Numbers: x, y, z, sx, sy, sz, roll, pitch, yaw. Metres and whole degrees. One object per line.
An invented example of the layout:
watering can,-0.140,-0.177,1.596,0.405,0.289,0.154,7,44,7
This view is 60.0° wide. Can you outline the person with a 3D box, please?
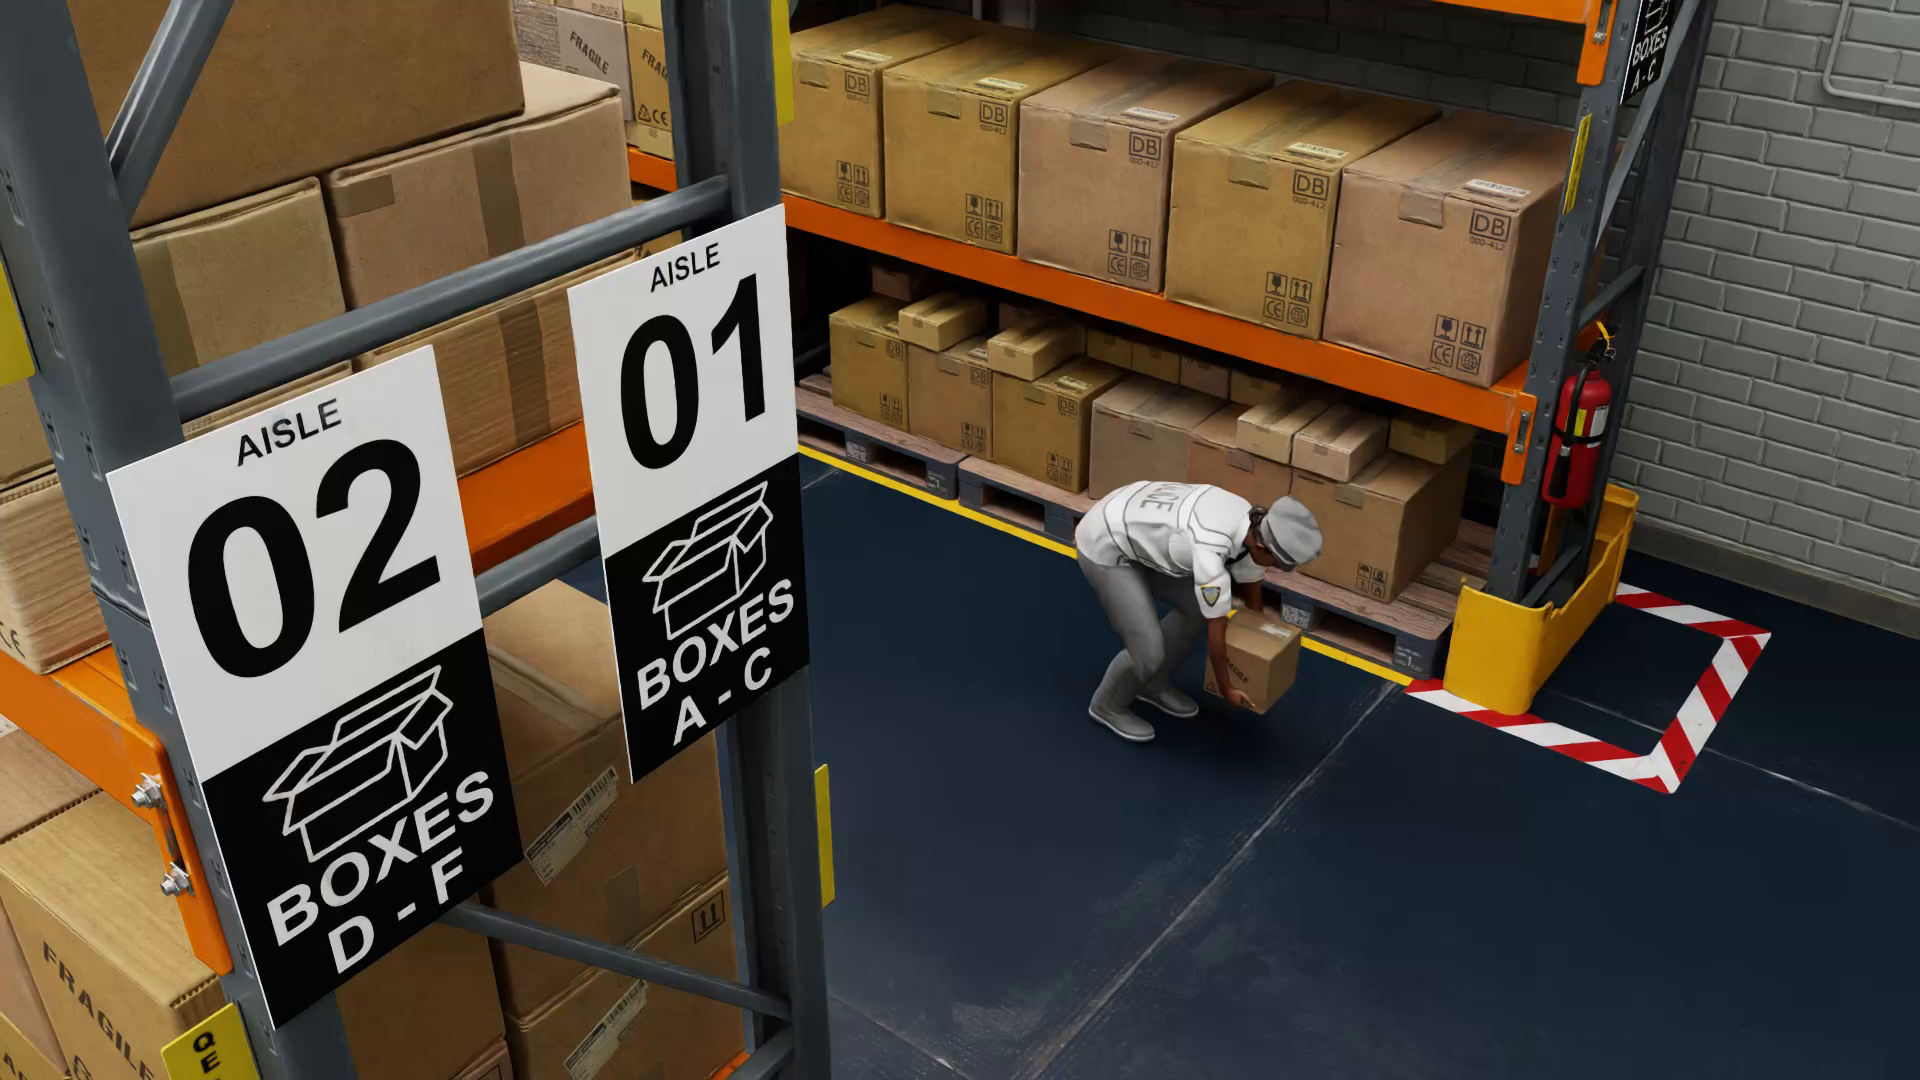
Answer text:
person,0.862,0.267,6.221,0.929,1.120,0.439,20,36,29
